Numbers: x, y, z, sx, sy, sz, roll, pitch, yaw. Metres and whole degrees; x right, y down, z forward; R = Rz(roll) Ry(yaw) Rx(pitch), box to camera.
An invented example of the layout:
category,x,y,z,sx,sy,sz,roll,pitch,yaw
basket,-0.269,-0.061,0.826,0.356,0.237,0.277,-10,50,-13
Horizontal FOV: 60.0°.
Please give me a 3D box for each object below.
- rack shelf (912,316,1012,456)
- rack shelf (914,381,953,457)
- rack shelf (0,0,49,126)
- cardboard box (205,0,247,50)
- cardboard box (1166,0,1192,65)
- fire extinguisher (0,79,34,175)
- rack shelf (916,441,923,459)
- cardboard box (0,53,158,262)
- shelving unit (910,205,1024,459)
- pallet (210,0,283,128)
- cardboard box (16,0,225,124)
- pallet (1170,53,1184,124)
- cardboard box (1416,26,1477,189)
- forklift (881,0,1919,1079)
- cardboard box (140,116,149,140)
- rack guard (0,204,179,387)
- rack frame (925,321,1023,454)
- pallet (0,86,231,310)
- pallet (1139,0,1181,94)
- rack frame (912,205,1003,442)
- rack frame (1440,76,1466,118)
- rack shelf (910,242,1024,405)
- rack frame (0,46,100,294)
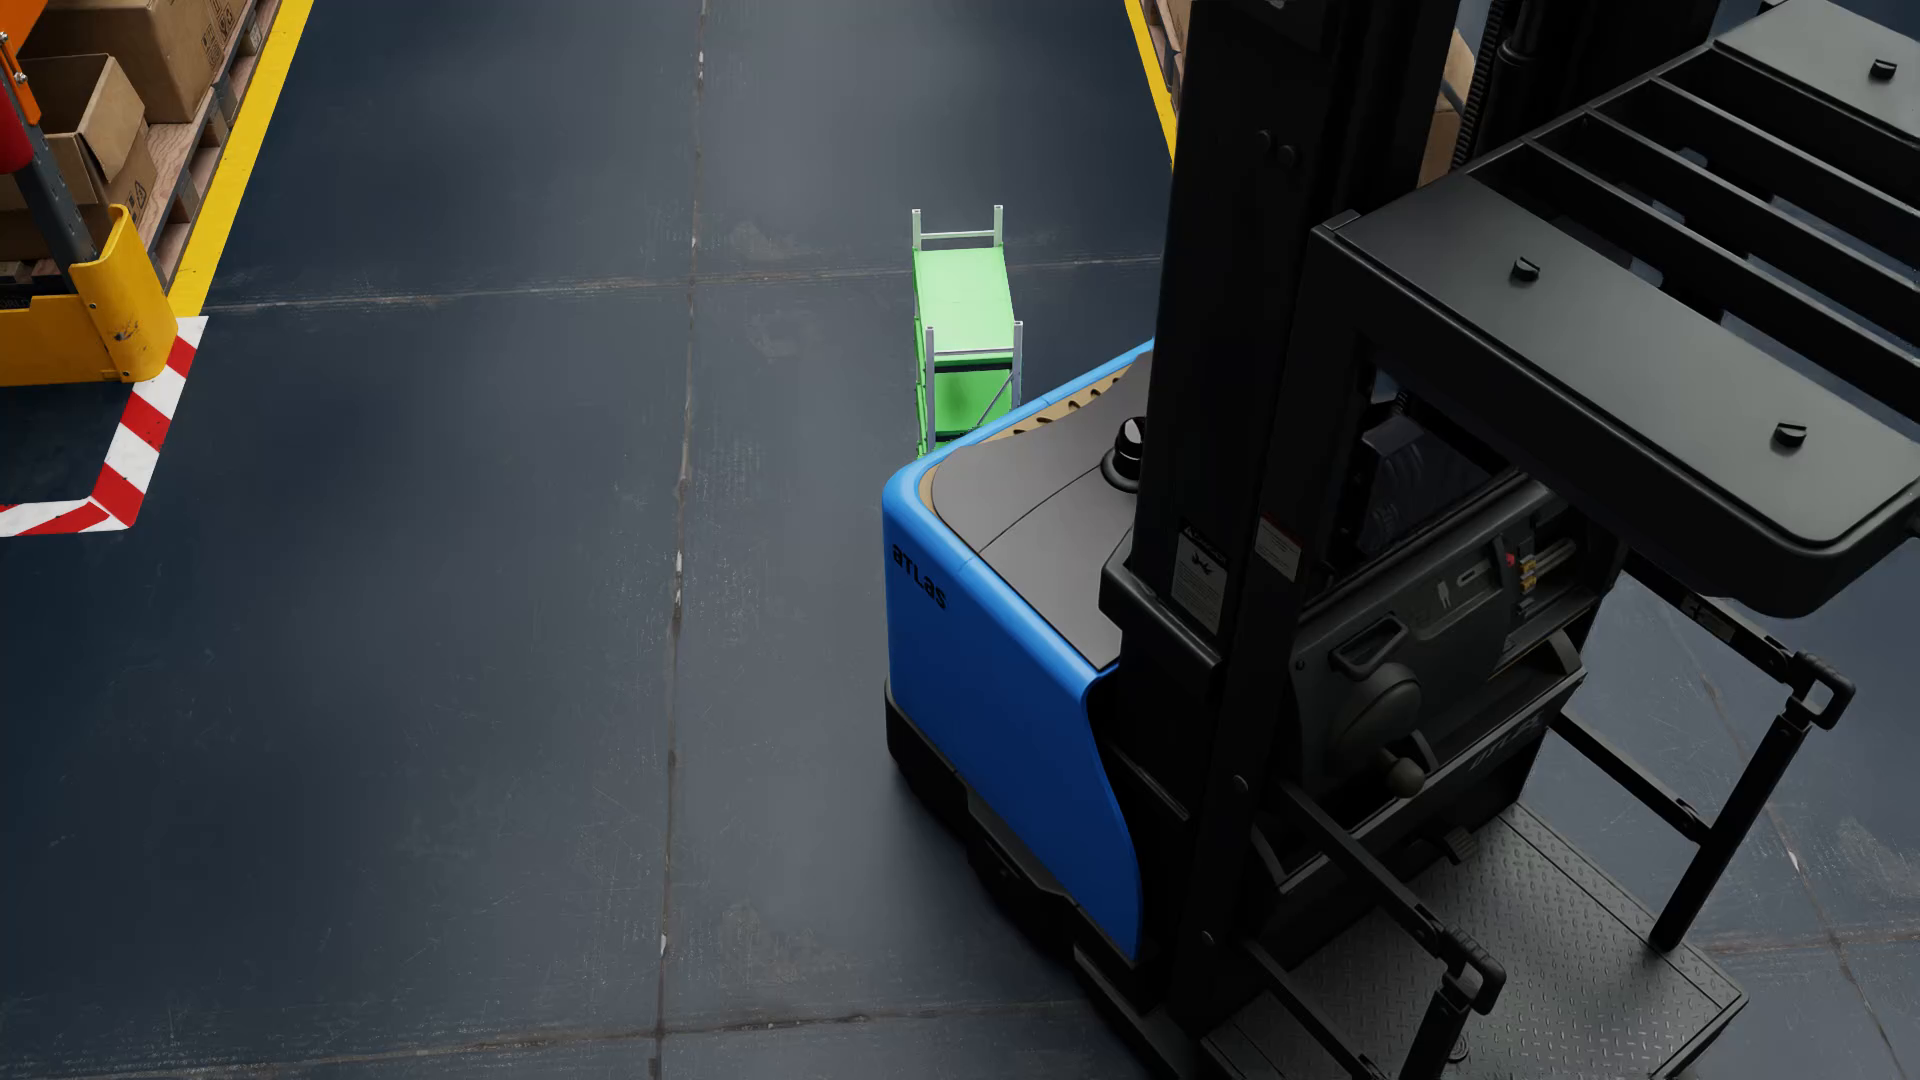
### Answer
category,x,y,z,sx,sy,sz,roll,pitch,yaw
rack shelf,0.014,-0.414,4.573,0.258,0.148,0.480,-3,47,-3
rack shelf,0.014,-0.249,4.747,0.258,0.148,0.480,-3,47,-3
rack shelf,-3.539,-2.817,6.348,1.077,0.370,4.000,-3,47,-3
cardboard box,-3.306,-2.360,6.852,0.500,0.500,0.500,-3,47,-3
cardboard box,1.335,-2.318,6.855,0.875,0.438,0.875,-2,47,-2
fire extinguisher,-2.899,-1.384,4.805,0.296,0.674,0.183,-3,47,-3
rack shelf,0.014,-0.084,4.922,0.258,0.148,0.480,-3,47,-3
cardboard box,-3.328,-1.352,5.894,0.797,0.503,0.637,-5,47,-5
shelving unit,0.014,-0.293,4.701,0.258,1.200,0.503,-3,47,-3
pallet,-3.545,-2.171,7.161,1.003,0.211,1.213,-3,47,-3
cardboard box,-3.361,-1.971,6.484,0.700,0.500,0.500,-2,47,-2
pallet,1.430,-1.537,6.560,1.003,0.211,1.213,-3,47,-3
cardboard box,1.420,-1.657,6.228,0.875,0.438,0.875,-5,47,-5
forklift,1.084,0.233,3.011,1.130,2.935,3.031,-29,53,-24
cardboard box,-3.325,-1.540,6.316,0.380,0.149,0.250,-5,47,-5
rack guard,-3.378,-0.813,5.676,1.175,0.500,0.348,-3,47,-3
rack frame,0.034,-0.116,4.534,0.240,1.200,0.015,-3,47,-3
pallet,-3.446,-1.290,6.327,1.003,0.211,1.213,-3,47,-3
pallet,1.331,-2.417,7.394,1.003,0.211,1.213,-3,47,-3
rack frame,-0.007,-0.469,4.868,0.240,1.200,0.015,-3,47,-3
rack frame,1.574,-1.922,5.004,1.000,3.000,0.127,-3,47,-3
rack shelf,0.014,-0.579,4.399,0.258,0.148,0.480,-3,47,-3
rack frame,-3.372,-1.617,4.716,1.000,3.000,0.127,-3,47,-3
